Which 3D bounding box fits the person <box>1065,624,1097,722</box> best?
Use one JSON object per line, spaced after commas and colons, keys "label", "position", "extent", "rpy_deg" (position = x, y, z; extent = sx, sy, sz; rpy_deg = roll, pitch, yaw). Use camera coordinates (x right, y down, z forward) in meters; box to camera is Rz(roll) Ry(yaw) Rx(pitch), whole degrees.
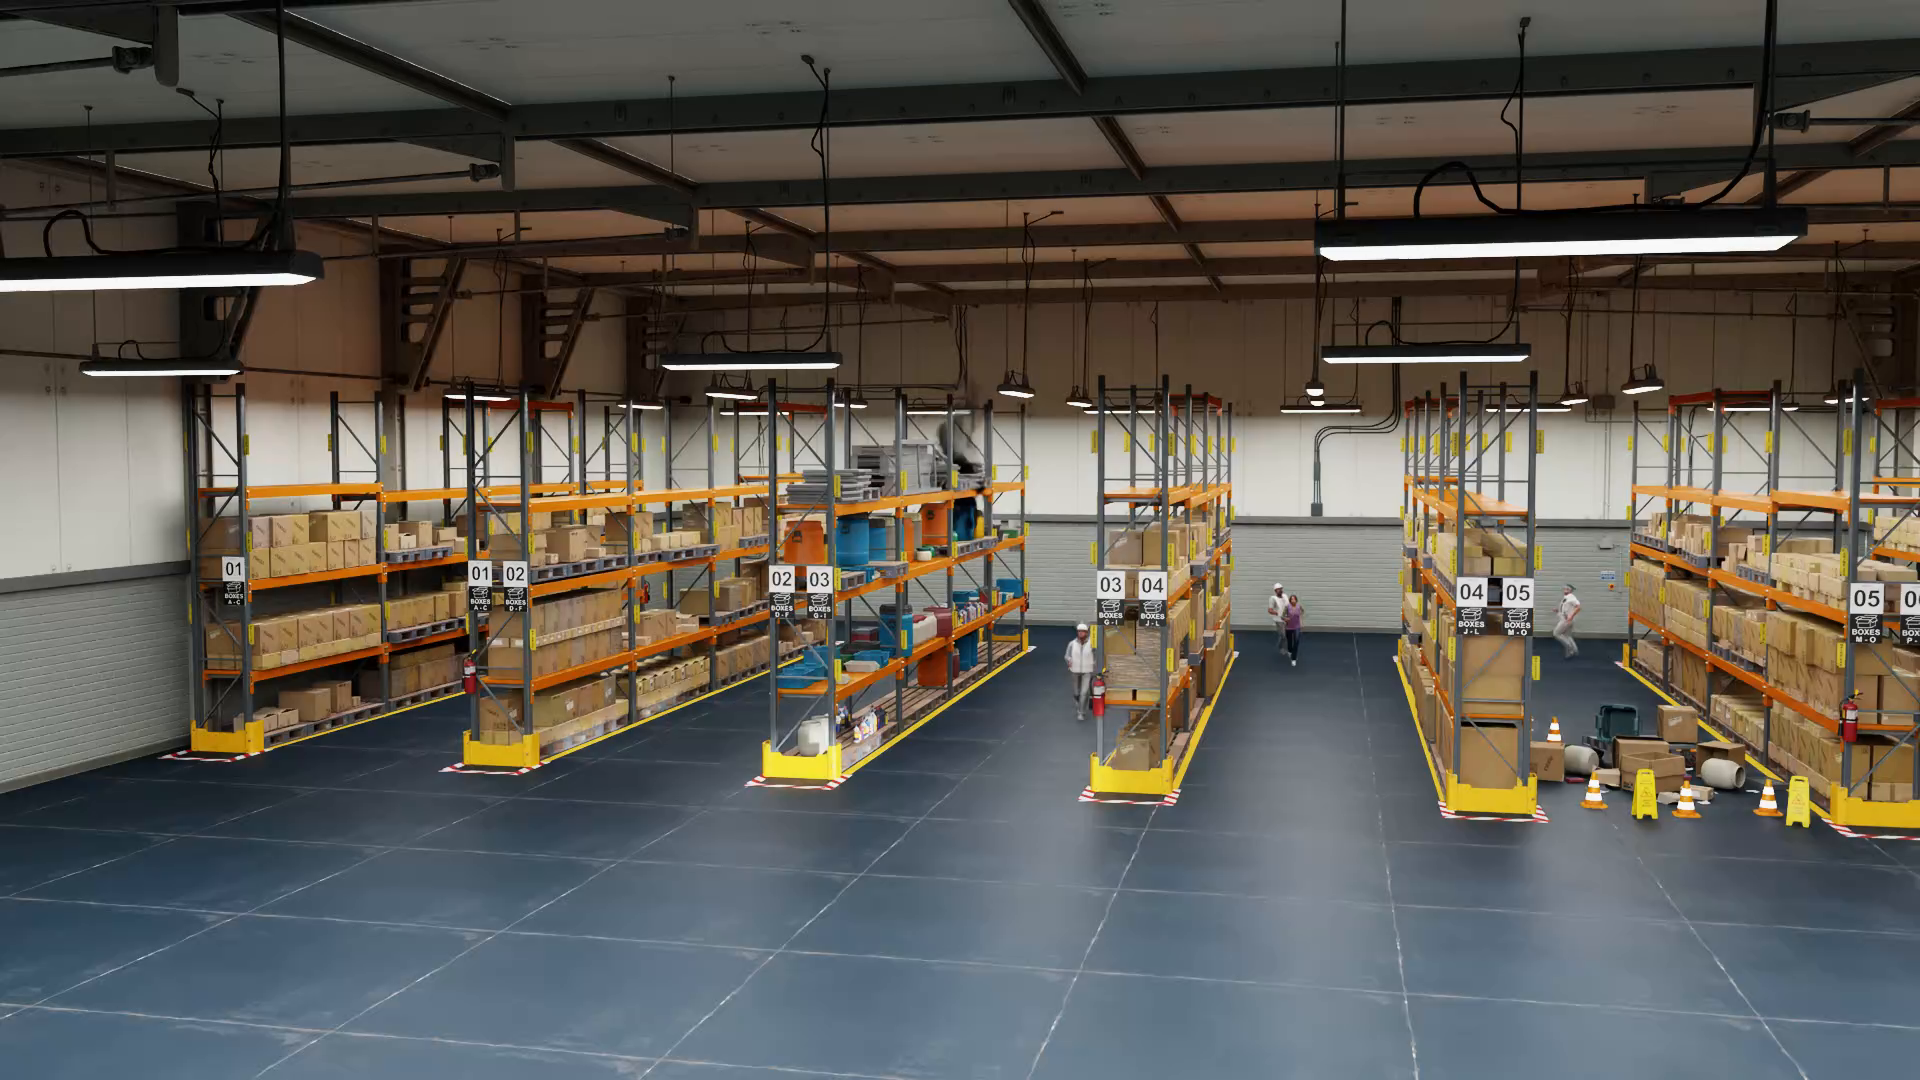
{"label": "person", "position": [2.245, 2.401, 30.390], "extent": [0.677, 1.742, 0.896], "rpy_deg": [1, 3, 11]}

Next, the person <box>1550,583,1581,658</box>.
{"label": "person", "position": [14.233, 1.884, 39.103], "extent": [0.663, 1.758, 0.645], "rpy_deg": [1, 3, 15]}

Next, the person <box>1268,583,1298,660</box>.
{"label": "person", "position": [7.542, 1.897, 39.032], "extent": [0.676, 1.769, 0.787], "rpy_deg": [-1, 4, -23]}

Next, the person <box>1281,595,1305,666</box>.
{"label": "person", "position": [7.606, 2.056, 38.005], "extent": [0.553, 1.630, 0.857], "rpy_deg": [0, 3, 6]}
